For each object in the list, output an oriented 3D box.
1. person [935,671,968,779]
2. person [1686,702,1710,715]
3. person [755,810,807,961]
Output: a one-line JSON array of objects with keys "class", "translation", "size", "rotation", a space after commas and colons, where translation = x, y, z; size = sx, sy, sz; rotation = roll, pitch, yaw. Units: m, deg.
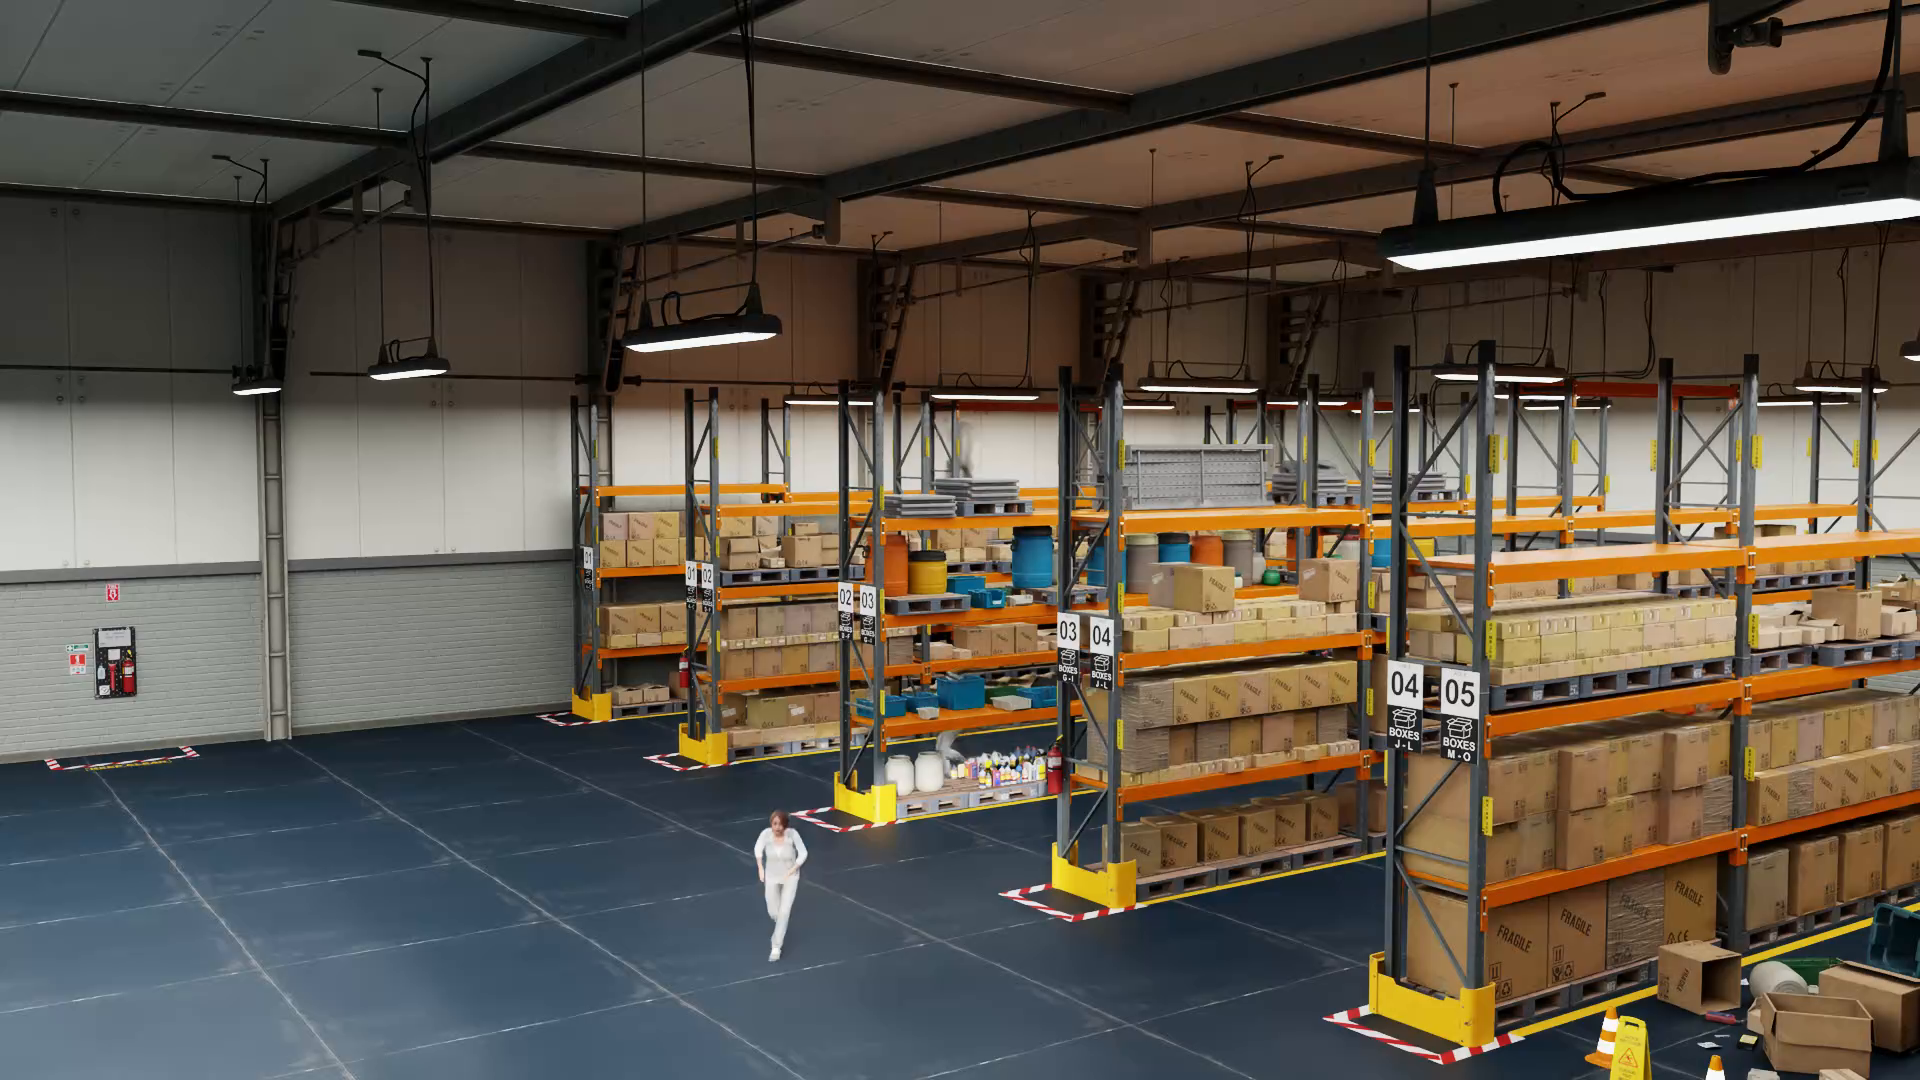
[{"class": "person", "translation": [-0.142, 2.835, 25.358], "size": [0.564, 1.685, 0.731], "rotation": [-1, 4, -13]}, {"class": "person", "translation": [10.176, 2.978, 22.657], "size": [1.016, 1.730, 0.663], "rotation": [-2, 4, -34]}, {"class": "person", "translation": [-1.793, 3.418, 16.679], "size": [0.533, 1.538, 0.721], "rotation": [0, 3, -3]}]
